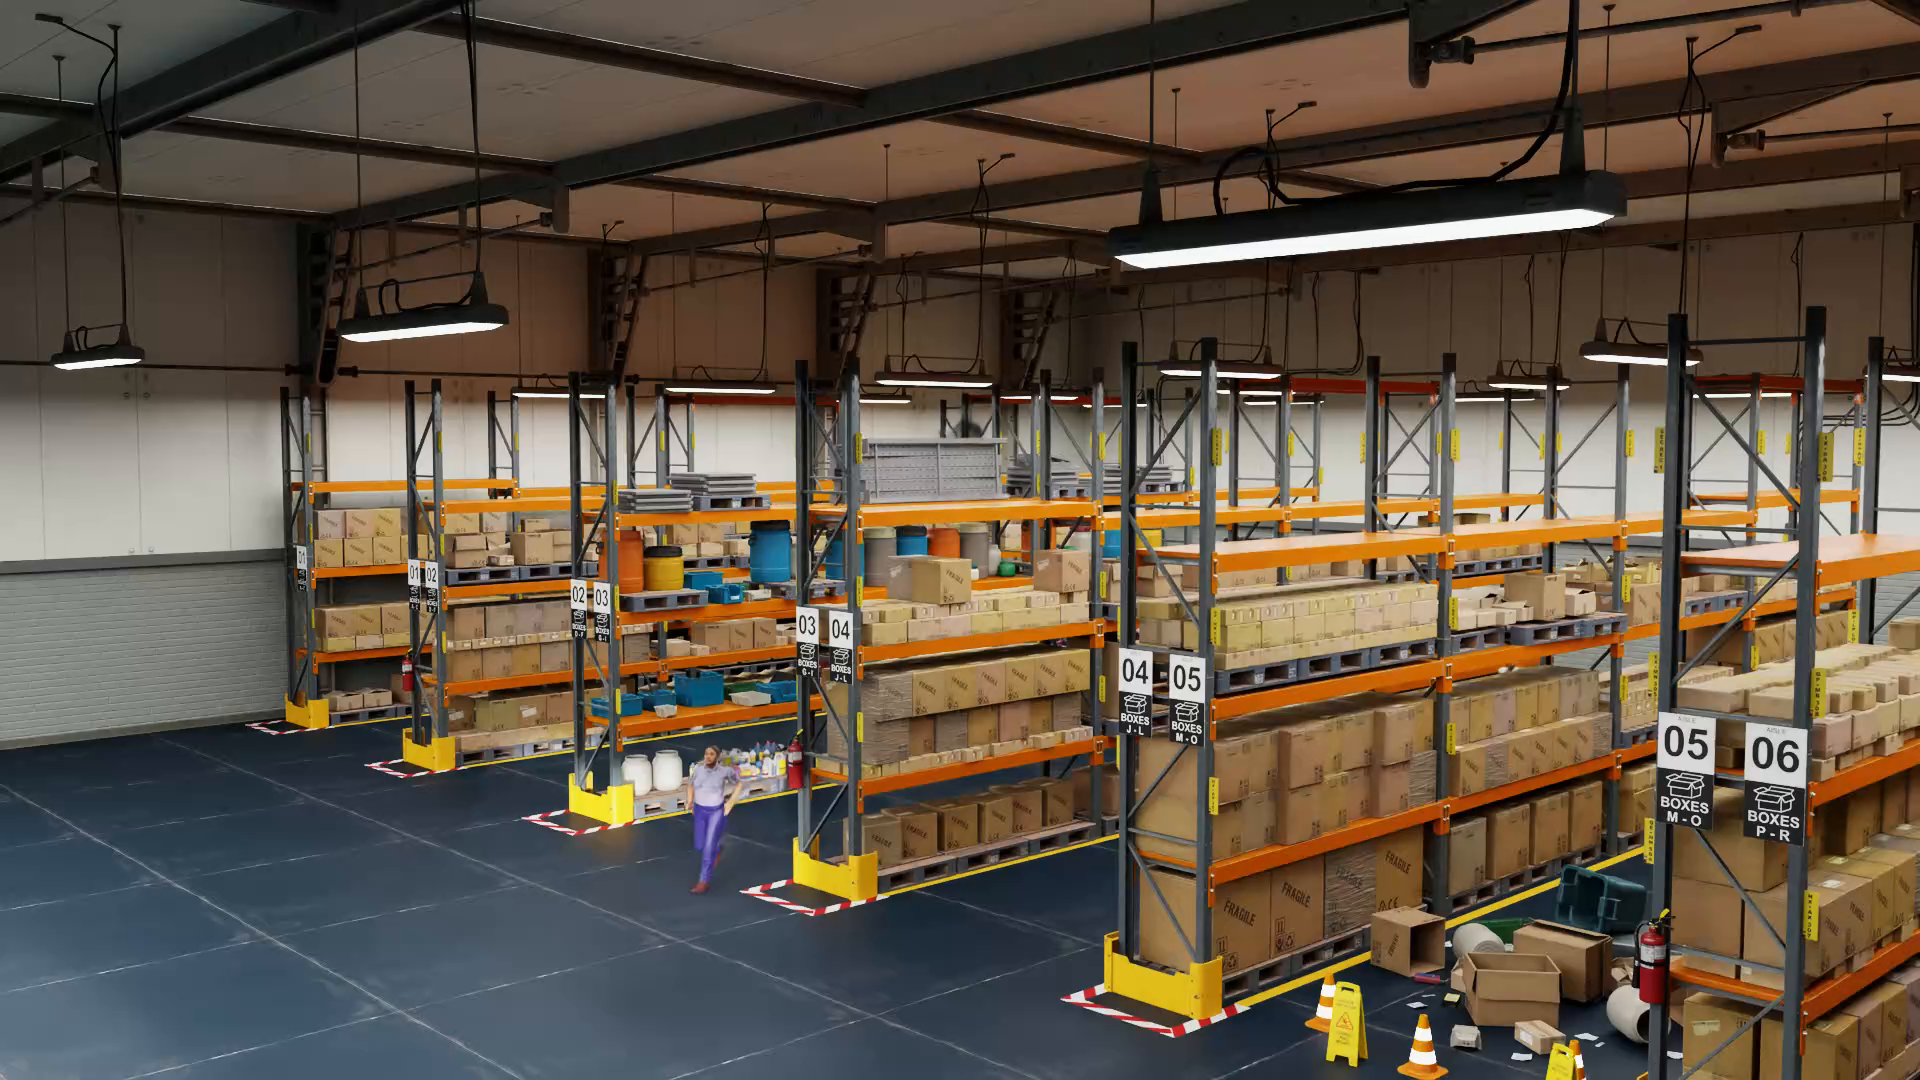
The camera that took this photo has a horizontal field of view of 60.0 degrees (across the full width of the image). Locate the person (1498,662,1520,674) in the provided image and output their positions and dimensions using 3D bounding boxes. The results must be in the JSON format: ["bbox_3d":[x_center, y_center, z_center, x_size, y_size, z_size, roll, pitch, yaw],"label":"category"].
[{"bbox_3d":[8.541,2.603,25.717,1.048,1.761,0.704,-3,5,-43],"label":"person"}]

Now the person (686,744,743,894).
[{"bbox_3d":[-2.833,3.151,19.048,0.630,1.640,0.854,1,4,17],"label":"person"}]
